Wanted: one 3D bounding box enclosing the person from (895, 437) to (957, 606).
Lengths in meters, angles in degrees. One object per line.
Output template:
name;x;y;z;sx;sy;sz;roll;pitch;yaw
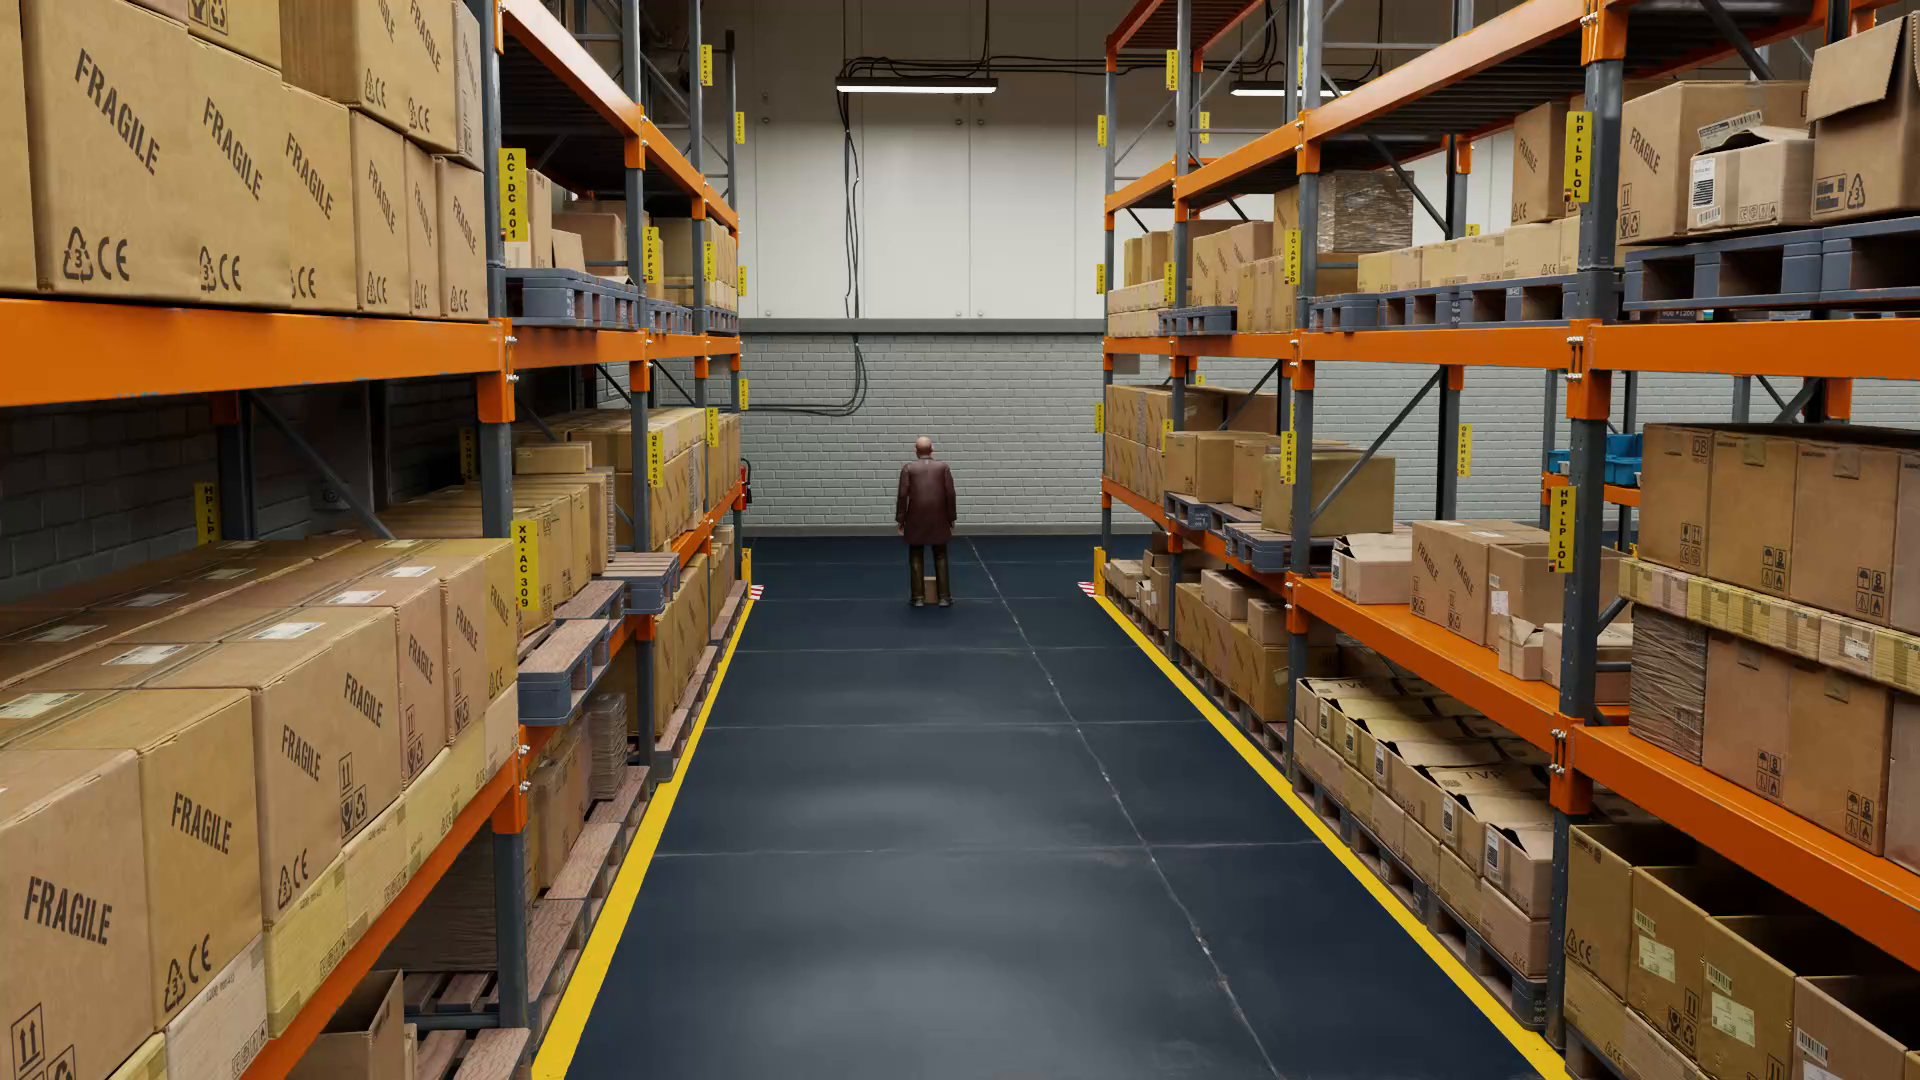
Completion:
person;-0.356;-0.194;17.452;0.654;1.774;0.421;-1;7;-7
